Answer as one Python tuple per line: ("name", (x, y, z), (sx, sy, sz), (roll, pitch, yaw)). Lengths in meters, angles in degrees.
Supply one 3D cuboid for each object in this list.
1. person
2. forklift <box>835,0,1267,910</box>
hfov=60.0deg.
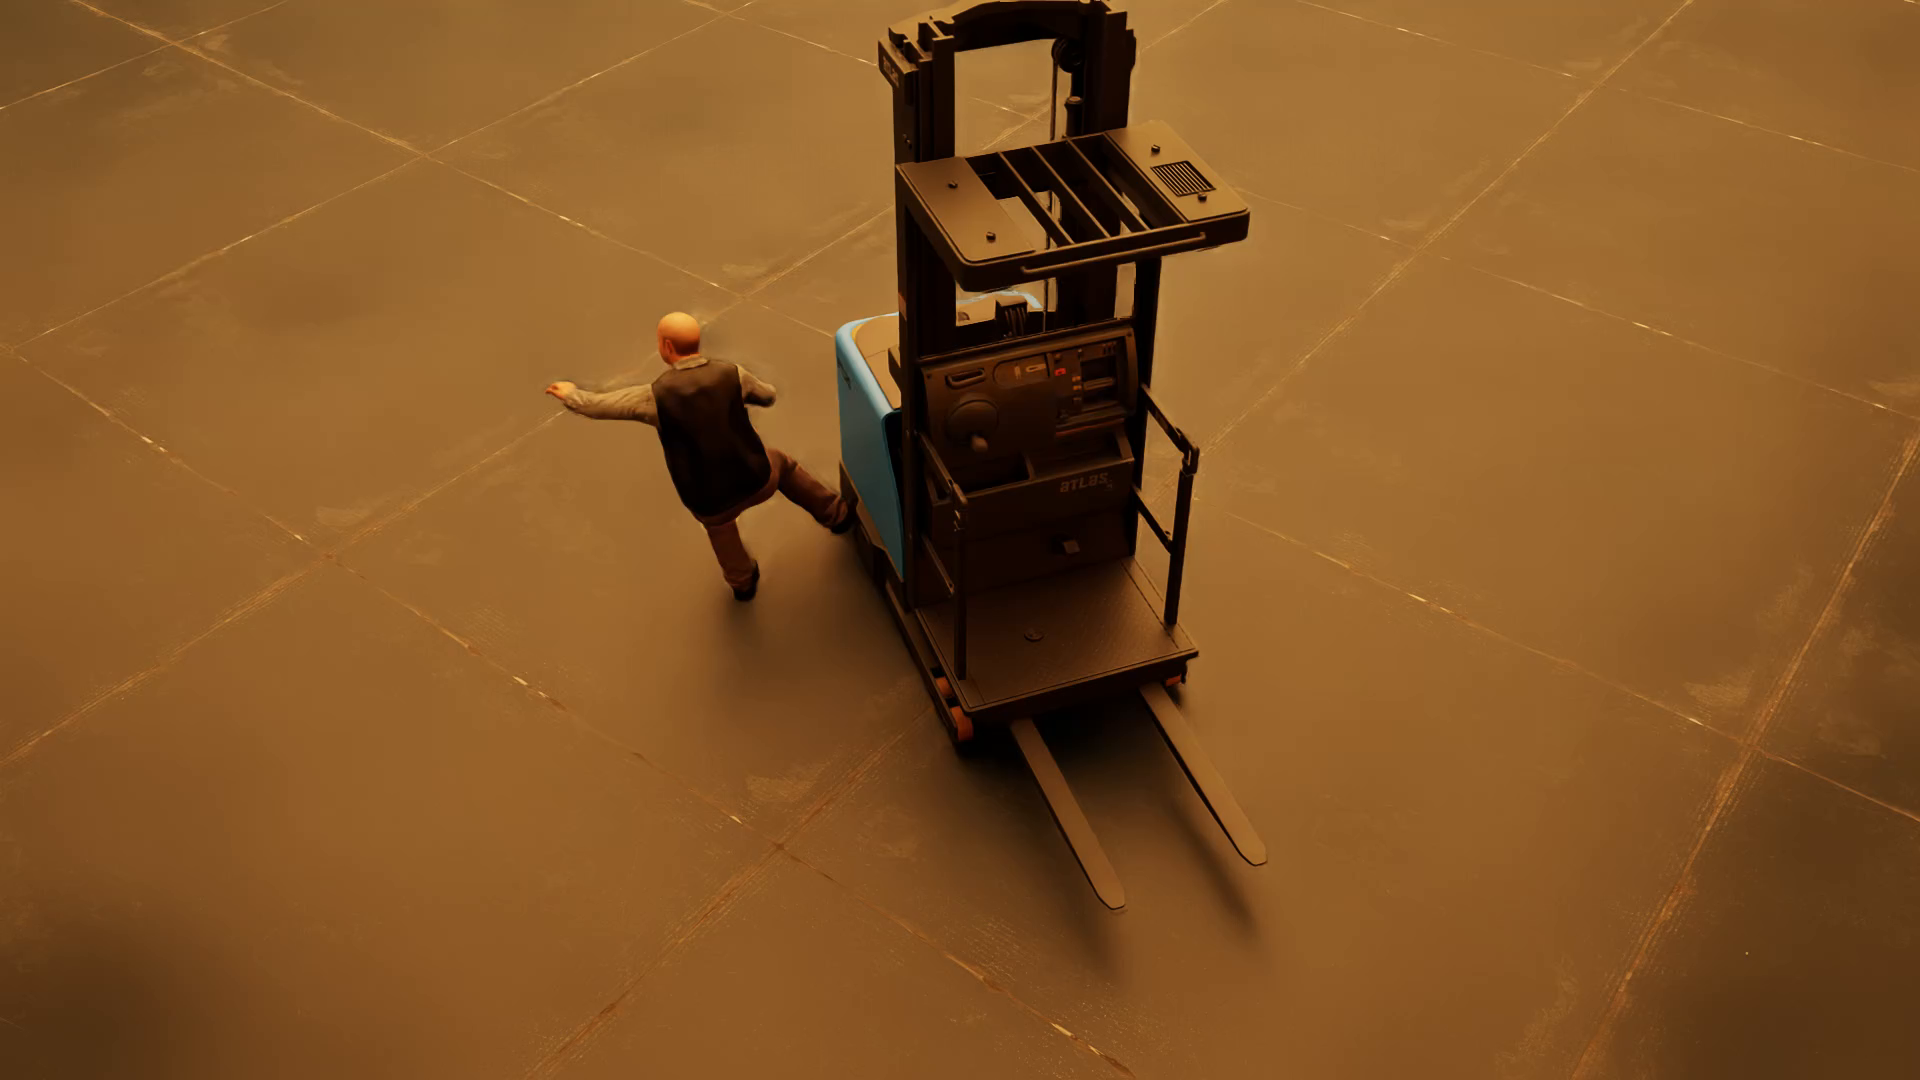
("person", (-1.088, -0.452, 7.752), (1.405, 1.483, 0.838), (-19, 44, -21))
("forklift", (0.373, -0.533, 6.699), (1.130, 2.935, 3.031), (-13, 42, -15))
